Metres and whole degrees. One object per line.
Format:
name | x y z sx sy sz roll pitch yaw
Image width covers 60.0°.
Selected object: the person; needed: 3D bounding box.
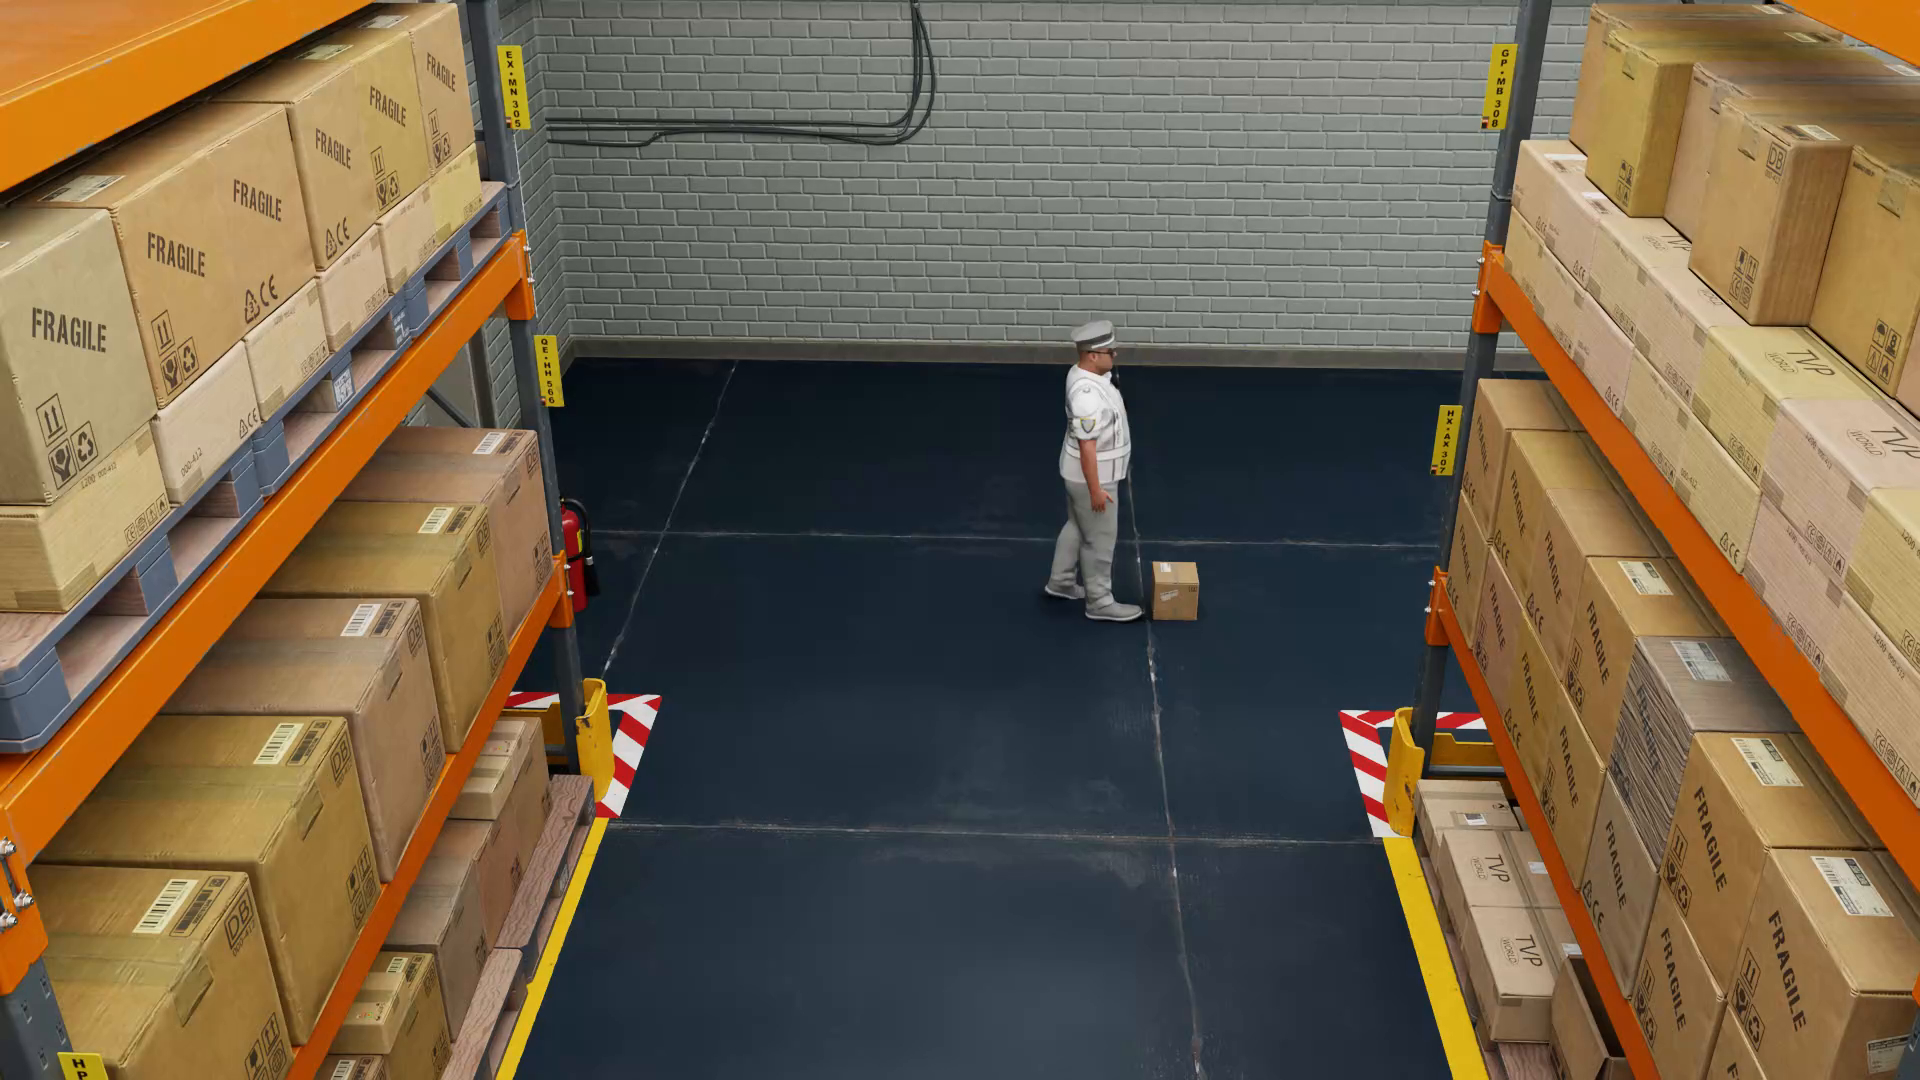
person | 0.783 -0.366 9.327 0.554 1.793 0.531 1 28 3
